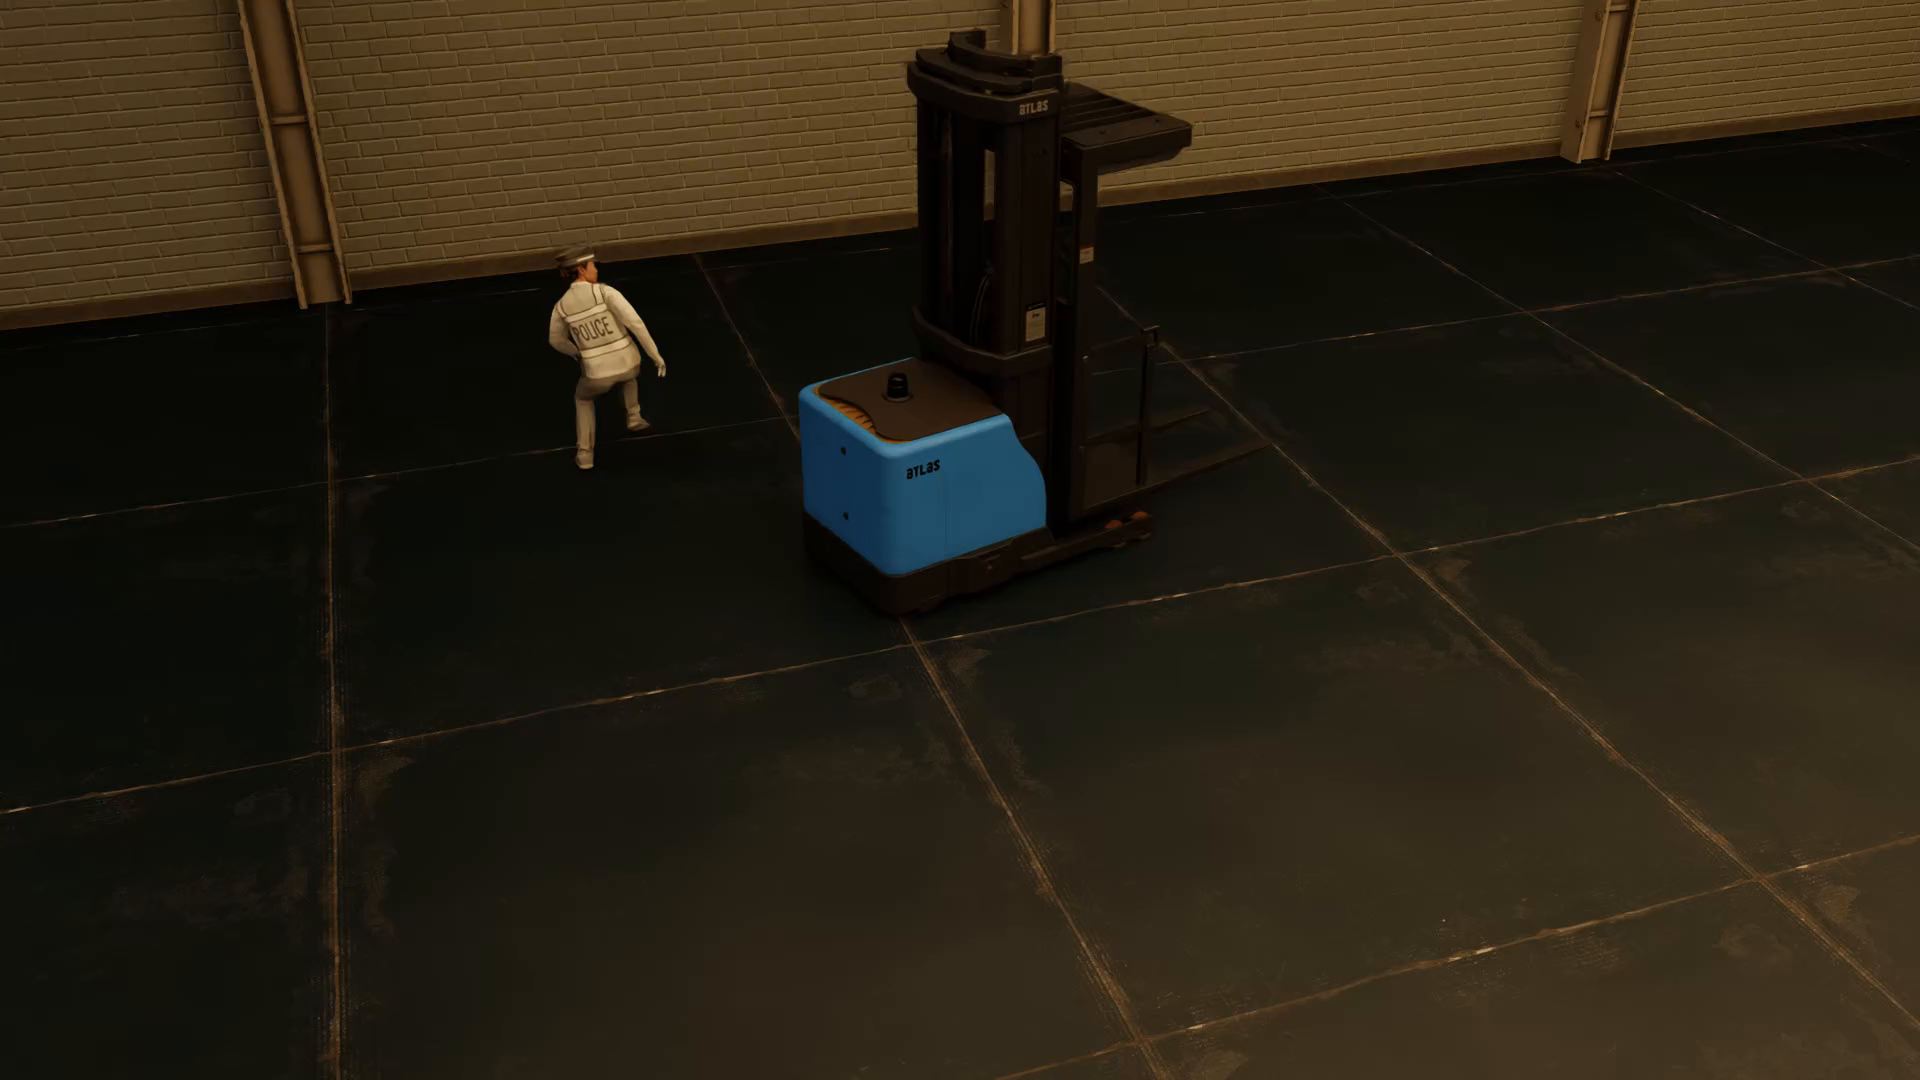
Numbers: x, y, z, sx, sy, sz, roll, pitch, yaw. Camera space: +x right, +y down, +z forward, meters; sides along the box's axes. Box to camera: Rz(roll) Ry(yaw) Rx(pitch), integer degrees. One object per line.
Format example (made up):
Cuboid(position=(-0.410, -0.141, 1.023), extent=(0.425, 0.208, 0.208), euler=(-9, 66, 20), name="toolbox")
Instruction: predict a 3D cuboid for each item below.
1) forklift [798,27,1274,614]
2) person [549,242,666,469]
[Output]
Cuboid(position=(0.579, -1.420, 9.555), extent=(3.031, 2.935, 1.130), euler=(-19, 35, -29), name="forklift")
Cuboid(position=(-2.267, -1.202, 10.686), extent=(0.714, 1.468, 0.659), euler=(-6, 30, -10), name="person")
